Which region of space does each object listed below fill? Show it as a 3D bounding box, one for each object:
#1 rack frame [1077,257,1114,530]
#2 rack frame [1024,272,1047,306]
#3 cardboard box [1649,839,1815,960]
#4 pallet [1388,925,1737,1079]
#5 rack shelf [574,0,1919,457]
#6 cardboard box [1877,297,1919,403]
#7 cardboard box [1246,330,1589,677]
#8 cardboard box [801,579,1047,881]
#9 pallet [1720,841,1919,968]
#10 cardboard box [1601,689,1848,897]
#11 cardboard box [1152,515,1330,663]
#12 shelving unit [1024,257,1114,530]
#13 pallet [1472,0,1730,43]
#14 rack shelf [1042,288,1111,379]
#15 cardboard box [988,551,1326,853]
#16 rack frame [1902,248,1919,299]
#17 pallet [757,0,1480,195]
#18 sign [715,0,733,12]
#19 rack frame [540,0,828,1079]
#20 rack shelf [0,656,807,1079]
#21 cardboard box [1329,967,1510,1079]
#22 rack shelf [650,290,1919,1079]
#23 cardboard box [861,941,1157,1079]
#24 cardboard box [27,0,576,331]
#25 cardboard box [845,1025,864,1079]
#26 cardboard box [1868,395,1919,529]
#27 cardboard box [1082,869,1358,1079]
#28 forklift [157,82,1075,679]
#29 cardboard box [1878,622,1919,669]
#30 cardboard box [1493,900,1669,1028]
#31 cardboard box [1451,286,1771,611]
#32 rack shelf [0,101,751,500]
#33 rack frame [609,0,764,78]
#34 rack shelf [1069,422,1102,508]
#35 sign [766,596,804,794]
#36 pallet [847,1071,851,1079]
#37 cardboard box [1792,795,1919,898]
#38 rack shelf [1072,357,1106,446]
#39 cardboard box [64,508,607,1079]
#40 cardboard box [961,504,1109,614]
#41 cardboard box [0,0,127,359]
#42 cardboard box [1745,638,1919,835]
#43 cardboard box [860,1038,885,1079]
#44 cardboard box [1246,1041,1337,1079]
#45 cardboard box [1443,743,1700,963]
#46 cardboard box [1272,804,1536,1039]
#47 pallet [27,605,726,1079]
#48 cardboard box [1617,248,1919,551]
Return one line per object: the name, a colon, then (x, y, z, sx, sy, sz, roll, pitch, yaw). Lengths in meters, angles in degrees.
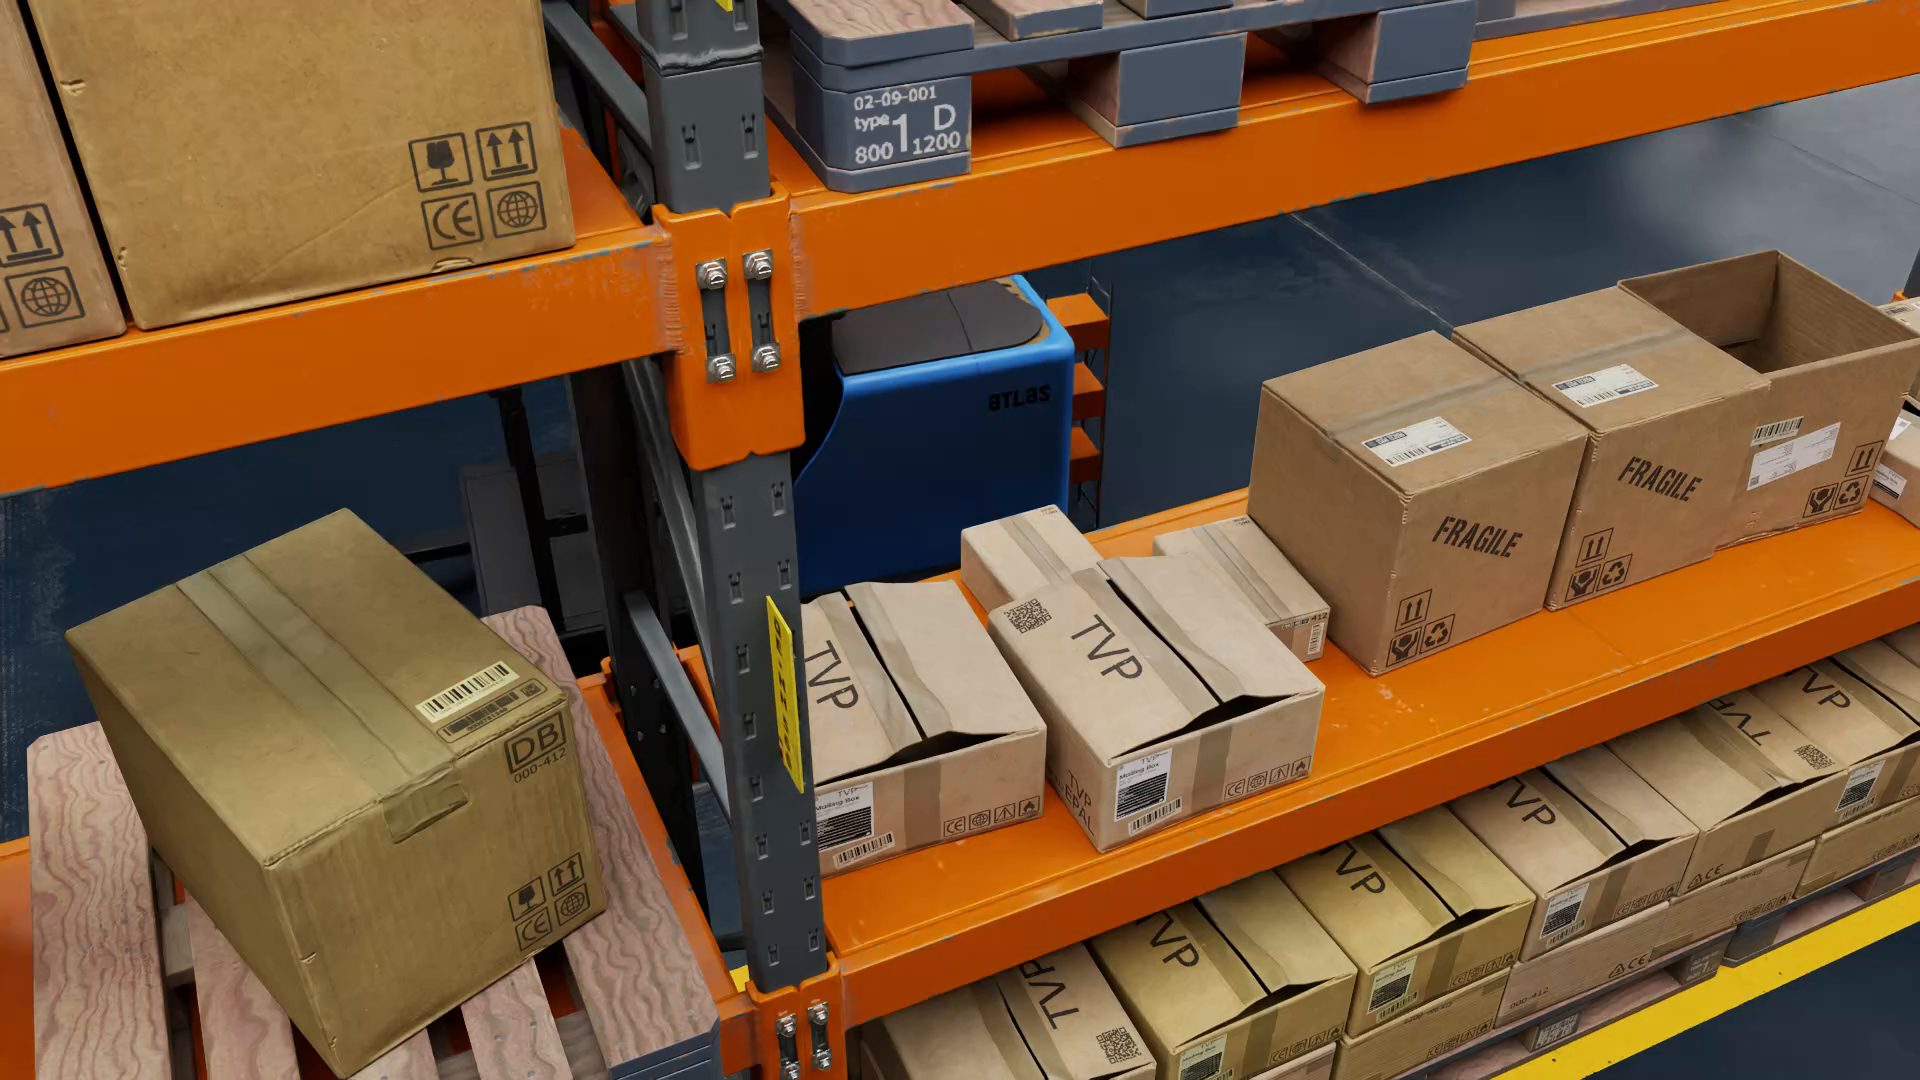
rack frame: (0.490, -0.514, 6.062, 0.008, 1.050, 0.200, -12, 38, -15)
rack frame: (0.259, -0.467, 5.999, 0.008, 1.050, 0.200, -12, 38, -15)
cardboard box: (1.944, 0.820, 4.582, 0.500, 0.250, 0.500, -15, 39, -19)
pallet: (1.361, 1.005, 4.718, 1.213, 0.211, 1.003, -16, 39, -20)
rack shelf: (1.307, -1.043, 3.224, 4.000, 0.370, 1.077, -16, 39, -20)
cardboard box: (2.690, -0.425, 4.431, 0.500, 0.250, 0.500, -13, 39, -17)
cardboard box: (1.009, -0.095, 3.776, 0.500, 0.500, 0.500, -18, 40, -22)
cardboard box: (-0.156, 0.346, 3.340, 0.500, 0.311, 0.500, -13, 39, -17)
pallet: (2.467, 0.694, 5.137, 1.213, 0.211, 1.003, -16, 39, -20)
cardboard box: (1.952, 0.594, 4.416, 0.500, 0.311, 0.500, -16, 39, -20)
cardboard box: (0.627, 0.127, 3.772, 0.250, 0.149, 0.380, -13, 38, -17)
shelving unit: (0.374, -0.491, 6.030, 0.252, 1.050, 0.215, -12, 38, -15)
pallet: (1.084, -1.255, 3.064, 1.213, 0.211, 1.003, -14, 39, -18)
rack shelf: (0.374, -0.710, 5.868, 0.240, 0.259, 0.215, -12, 38, -15)
cardboard box: (0.389, 0.293, 3.412, 0.500, 0.311, 0.500, -16, 39, -20)
rack frame: (3.118, -0.633, 4.586, 0.127, 3.000, 1.000, -16, 39, -20)
pallet: (0.073, -0.970, 2.680, 1.003, 0.211, 1.213, -14, 39, -18)
sign: (-0.275, -0.740, 1.778, 0.005, 0.325, 0.100, -16, 39, -20)
rack frame: (-0.503, 0.379, 3.221, 0.127, 3.000, 1.000, -16, 39, -20)
rack shelf: (-2.314, 1.174, 2.753, 4.000, 0.370, 1.077, -16, 39, -20)
cardboard box: (1.018, 1.078, 4.234, 0.500, 0.250, 0.500, -17, 40, -21)
rack shelf: (1.307, 0.162, 4.118, 4.000, 0.370, 1.077, -16, 39, -20)
cardboard box: (0.096, 1.115, 3.713, 0.500, 0.311, 0.500, -14, 39, -18)
cardboard box: (-0.884, -0.737, 2.124, 0.500, 0.500, 0.910, -16, 39, -20)
cardboard box: (-0.131, 1.050, 4.272, 0.500, 0.250, 0.500, -15, 39, -19)
cardboard box: (2.400, -0.258, 4.193, 0.258, 0.266, 0.396, -17, 40, -21)
cardboard box: (0.567, 0.978, 3.899, 0.500, 0.311, 0.500, -17, 40, -21)
forklift: (-1.189, -0.936, 5.051, 3.031, 2.935, 1.130, -11, 38, -15)
cardboard box: (2.873, 0.334, 4.766, 0.500, 0.311, 0.500, -16, 39, -20)
cardboard box: (1.483, 0.948, 4.409, 0.500, 0.250, 0.500, -15, 39, -19)
cardboard box: (1.485, -0.228, 3.955, 0.500, 0.500, 0.500, -16, 39, -20)
rack shelf: (-2.314, -0.031, 1.859, 4.000, 0.370, 1.077, -16, 39, -20)
rack frame: (-0.503, -2.031, 1.434, 0.127, 3.000, 1.000, -16, 39, -20)
rack shelf: (0.374, -0.259, 6.202, 0.240, 0.259, 0.215, -12, 38, -15)
sign: (-0.264, 0.236, 2.508, 0.005, 0.325, 0.100, -16, 39, -20)
pallet: (0.258, 1.312, 4.304, 1.213, 0.211, 1.003, -16, 39, -20)
cardboard box: (2.407, 0.691, 4.757, 0.500, 0.250, 0.500, -16, 40, -21)
rack shelf: (0.374, -0.482, 6.037, 0.240, 0.259, 0.215, -12, 38, -15)
cardboard box: (-1.026, 0.390, 2.769, 0.500, 0.500, 0.700, -30, 46, -34)
cardboard box: (0.193, 0.103, 3.804, 0.250, 0.149, 0.380, -16, 39, -20)
cardboard box: (-1.346, -0.608, 1.950, 0.500, 0.500, 0.910, -16, 39, -20)
cardboard box: (2.405, 0.469, 4.584, 0.500, 0.311, 0.500, -15, 39, -19)
cardboard box: (0.096, 1.341, 3.880, 0.500, 0.250, 0.500, -16, 39, -20)
cardboard box: (0.550, 1.213, 4.052, 0.500, 0.250, 0.500, -17, 40, -21)
cardboard box: (1.495, 0.720, 4.247, 0.500, 0.311, 0.500, -16, 39, -21)
cardboard box: (1.030, 0.850, 4.071, 0.500, 0.311, 0.500, -17, 40, -21)
pallet: (-1.087, 0.666, 2.996, 1.003, 0.211, 1.213, -16, 39, -20)
cardboard box: (1.939, -0.355, 4.126, 0.500, 0.500, 0.500, -13, 38, -17)
